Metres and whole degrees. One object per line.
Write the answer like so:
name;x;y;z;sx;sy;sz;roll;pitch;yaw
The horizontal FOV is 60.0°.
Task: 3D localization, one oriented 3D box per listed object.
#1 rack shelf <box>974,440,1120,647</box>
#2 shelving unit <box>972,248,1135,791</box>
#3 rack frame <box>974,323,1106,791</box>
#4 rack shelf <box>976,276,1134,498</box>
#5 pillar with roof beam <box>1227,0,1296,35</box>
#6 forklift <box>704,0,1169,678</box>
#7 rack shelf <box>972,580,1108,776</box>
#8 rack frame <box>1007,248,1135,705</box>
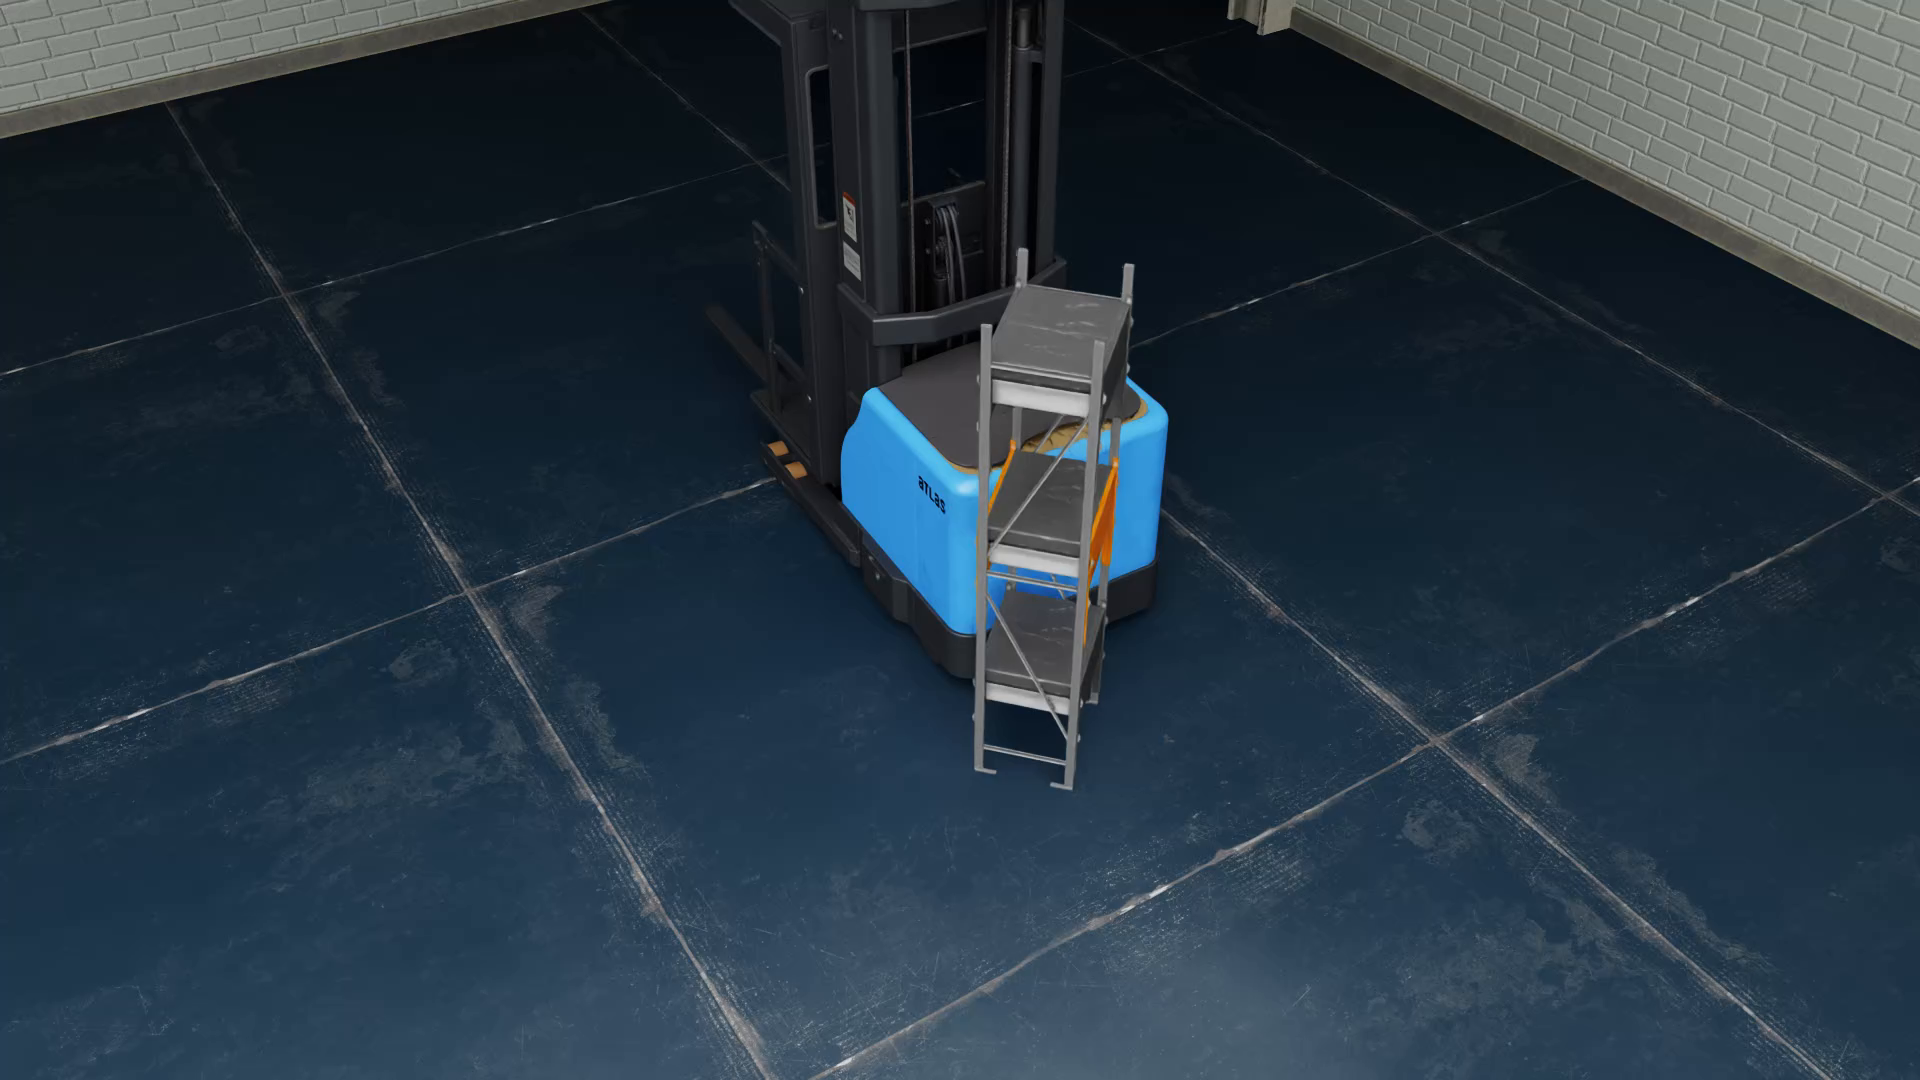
rack shelf;0.321;0.009;6.115;0.431;0.518;0.480;10;41;11
shelving unit;0.321;-0.001;6.106;0.431;2.100;0.503;10;41;11
rack frame;0.257;0.151;5.926;0.400;2.100;0.015;10;41;11
rack shelf;0.325;-0.525;5.662;0.431;0.518;0.480;10;41;11
pillar with roof beam;-1.399;-5.832;7.719;9.100;9.000;0.400;-22;45;-24
forklift;-0.317;-1.472;7.227;1.130;2.935;3.031;-21;44;-23
rack shelf;0.318;0.543;6.567;0.431;0.518;0.480;10;41;11
rack frame;0.386;-0.153;6.286;0.400;2.100;0.015;10;41;11
